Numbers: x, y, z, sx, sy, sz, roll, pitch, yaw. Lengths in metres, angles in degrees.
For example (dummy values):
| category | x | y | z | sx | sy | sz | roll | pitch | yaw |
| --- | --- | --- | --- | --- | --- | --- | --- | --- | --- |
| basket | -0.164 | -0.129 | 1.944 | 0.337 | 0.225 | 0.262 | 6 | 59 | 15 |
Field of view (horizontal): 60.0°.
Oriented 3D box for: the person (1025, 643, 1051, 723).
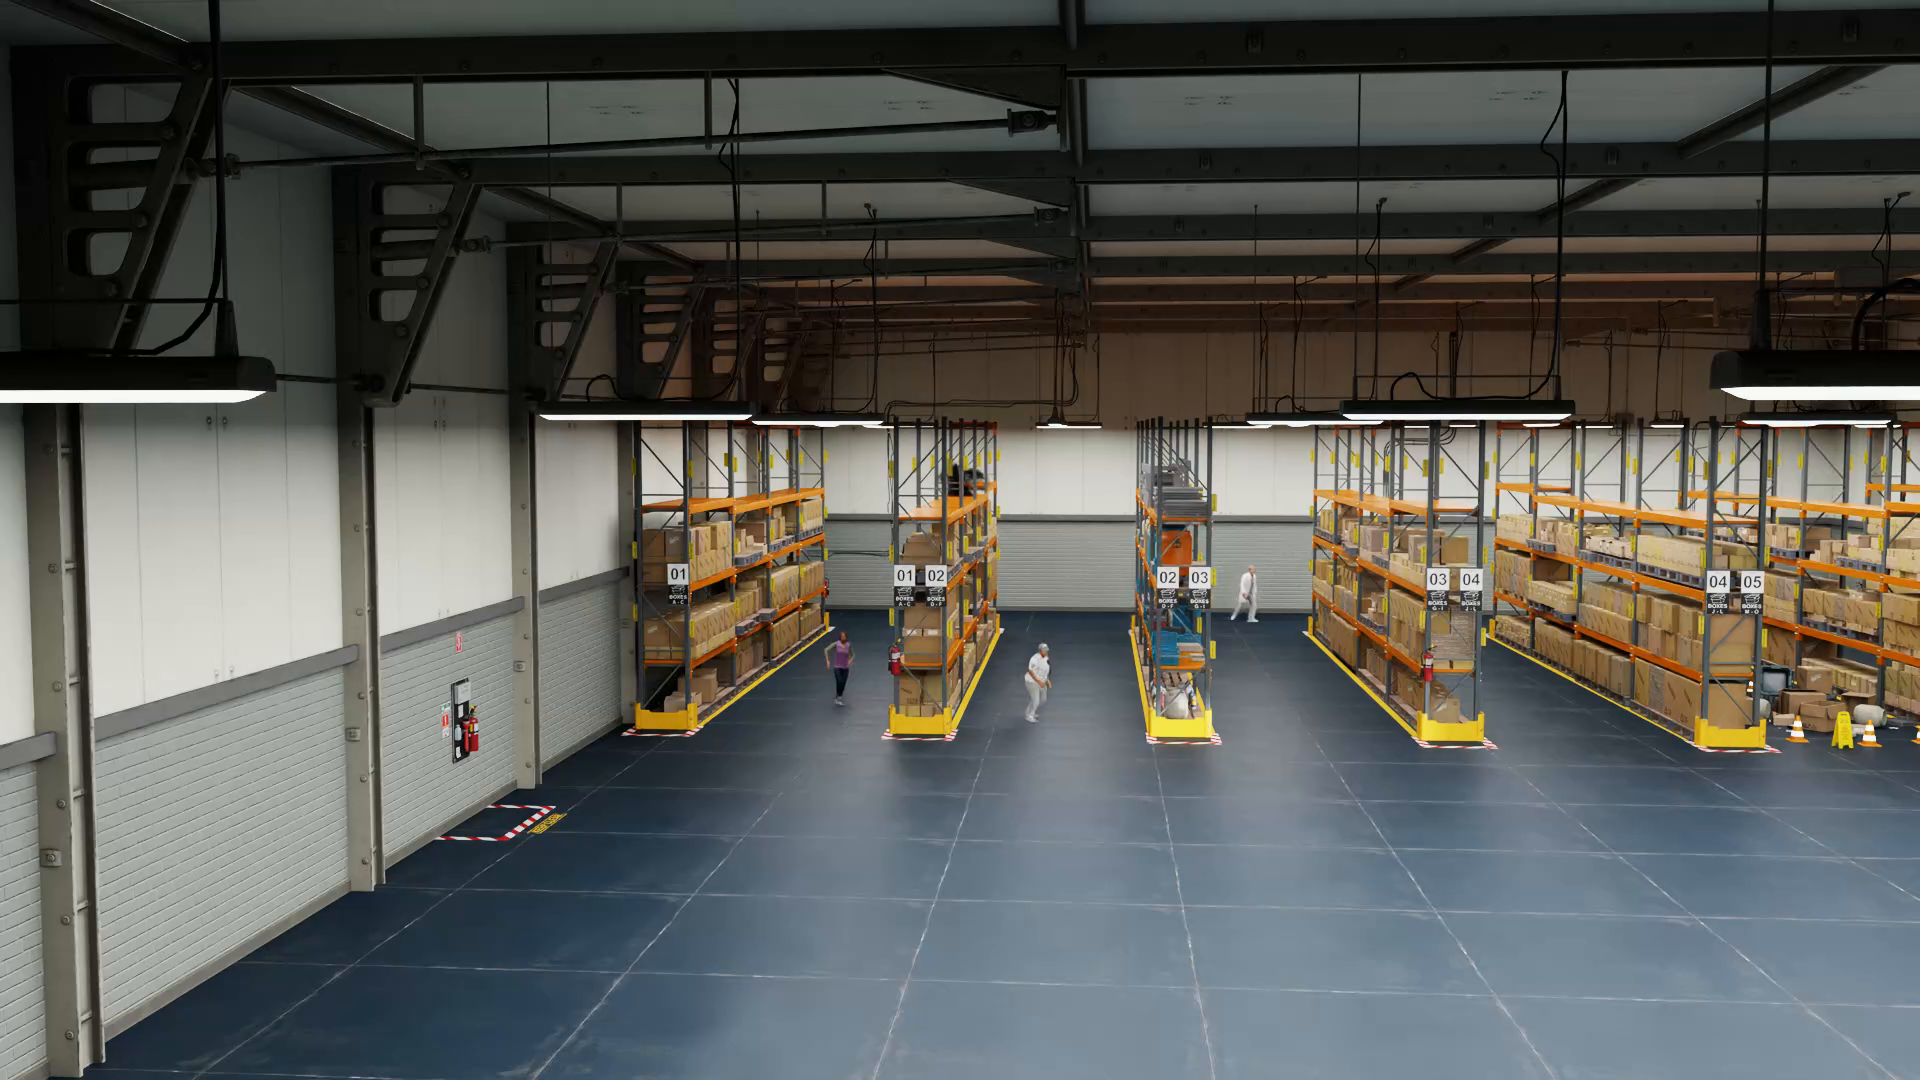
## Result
| category | x | y | z | sx | sy | sz | roll | pitch | yaw |
| --- | --- | --- | --- | --- | --- | --- | --- | --- | --- |
| person | 1.492 | 2.810 | 32.741 | 0.783 | 1.602 | 0.582 | 3 | 5 | 43 |

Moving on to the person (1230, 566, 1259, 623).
| category | x | y | z | sx | sy | sz | roll | pitch | yaw |
| --- | --- | --- | --- | --- | --- | --- | --- | --- | --- |
| person | 8.600 | 1.664 | 50.001 | 0.755 | 1.607 | 0.933 | -3 | 5 | -36 |

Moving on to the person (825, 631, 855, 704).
| category | x | y | z | sx | sy | sz | roll | pitch | yaw |
| --- | --- | --- | --- | --- | --- | --- | --- | --- | --- |
| person | -2.497 | 2.669 | 34.698 | 0.623 | 1.554 | 0.600 | -1 | 4 | -15 |
